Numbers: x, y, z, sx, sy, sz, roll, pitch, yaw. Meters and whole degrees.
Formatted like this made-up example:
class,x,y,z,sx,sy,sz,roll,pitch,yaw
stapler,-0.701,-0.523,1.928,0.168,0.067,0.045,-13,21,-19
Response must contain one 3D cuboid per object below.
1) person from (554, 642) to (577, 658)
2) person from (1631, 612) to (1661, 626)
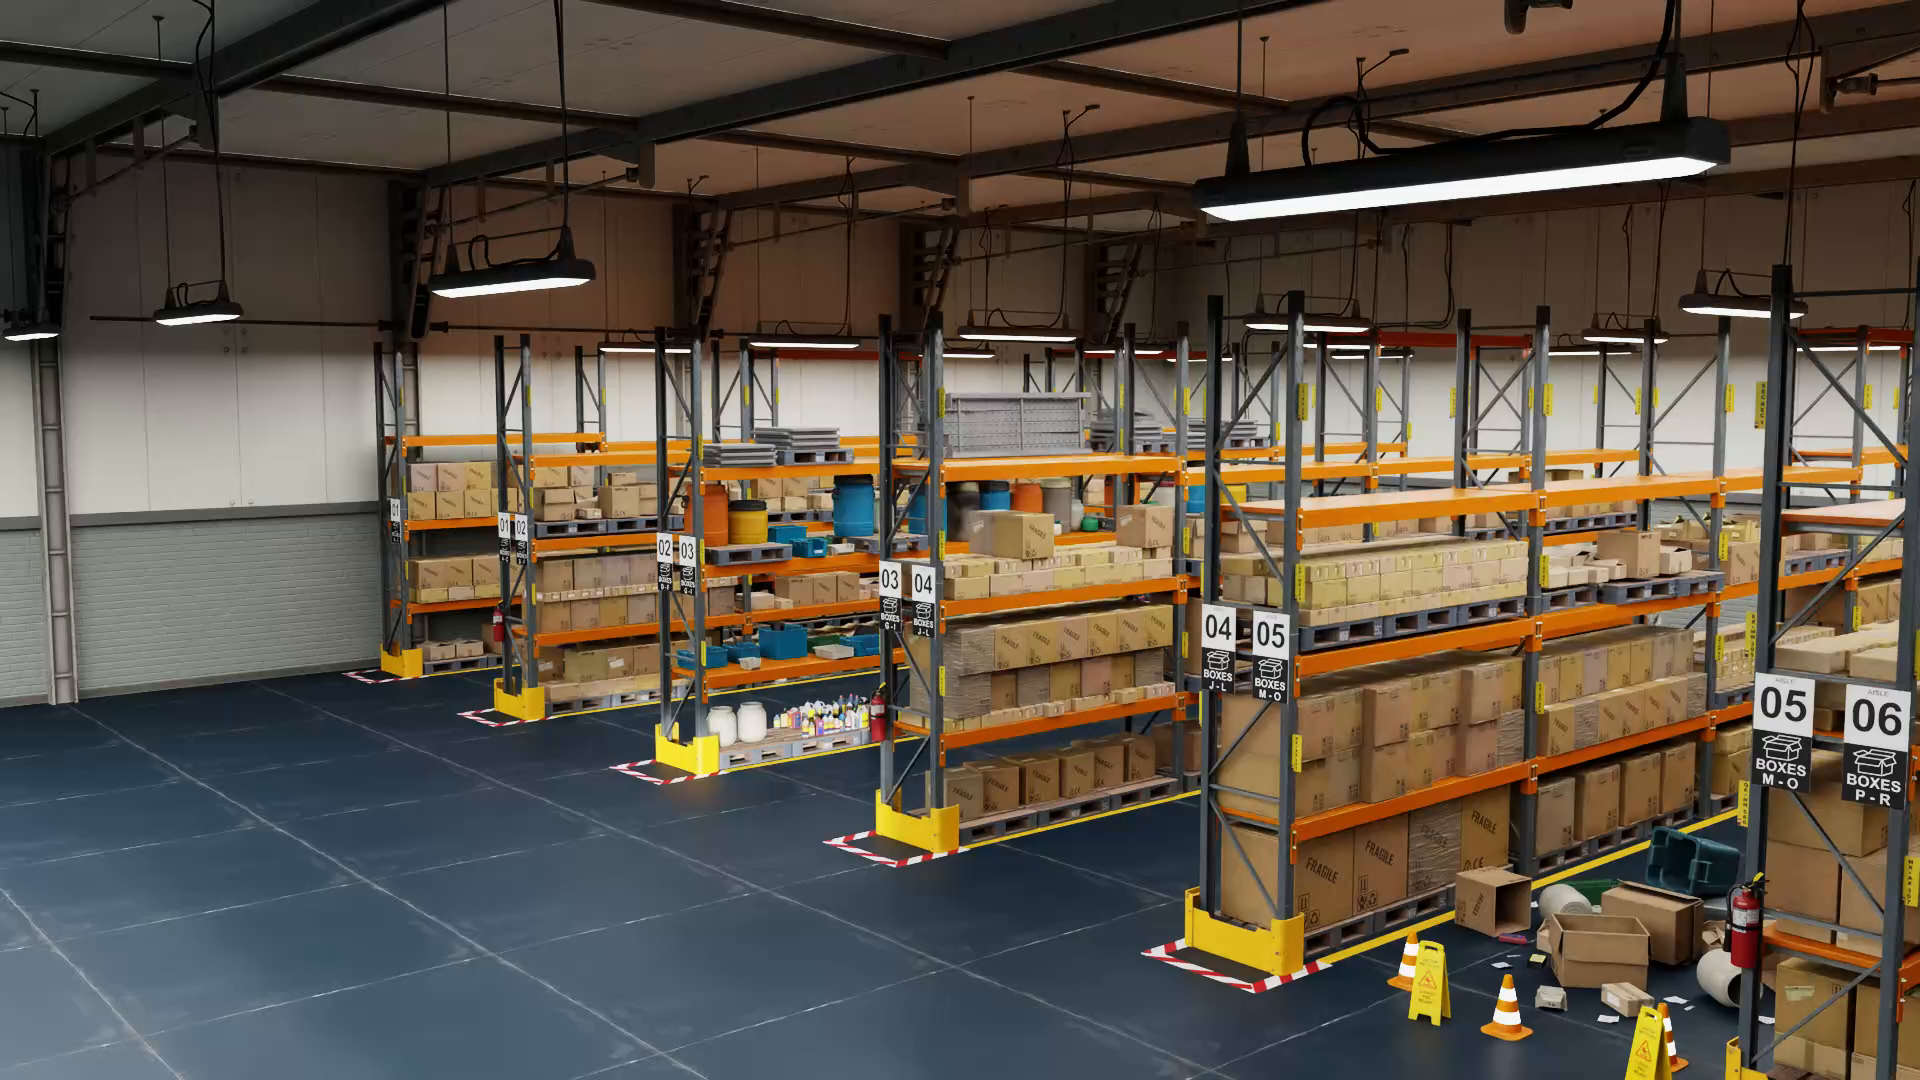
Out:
class,x,y,z,sx,sy,sz,roll,pitch,yaw
person,-6.769,1.747,28.535,0.600,1.601,0.866,5,7,42
person,12.393,1.606,30.148,0.627,1.667,0.523,0,5,-2
